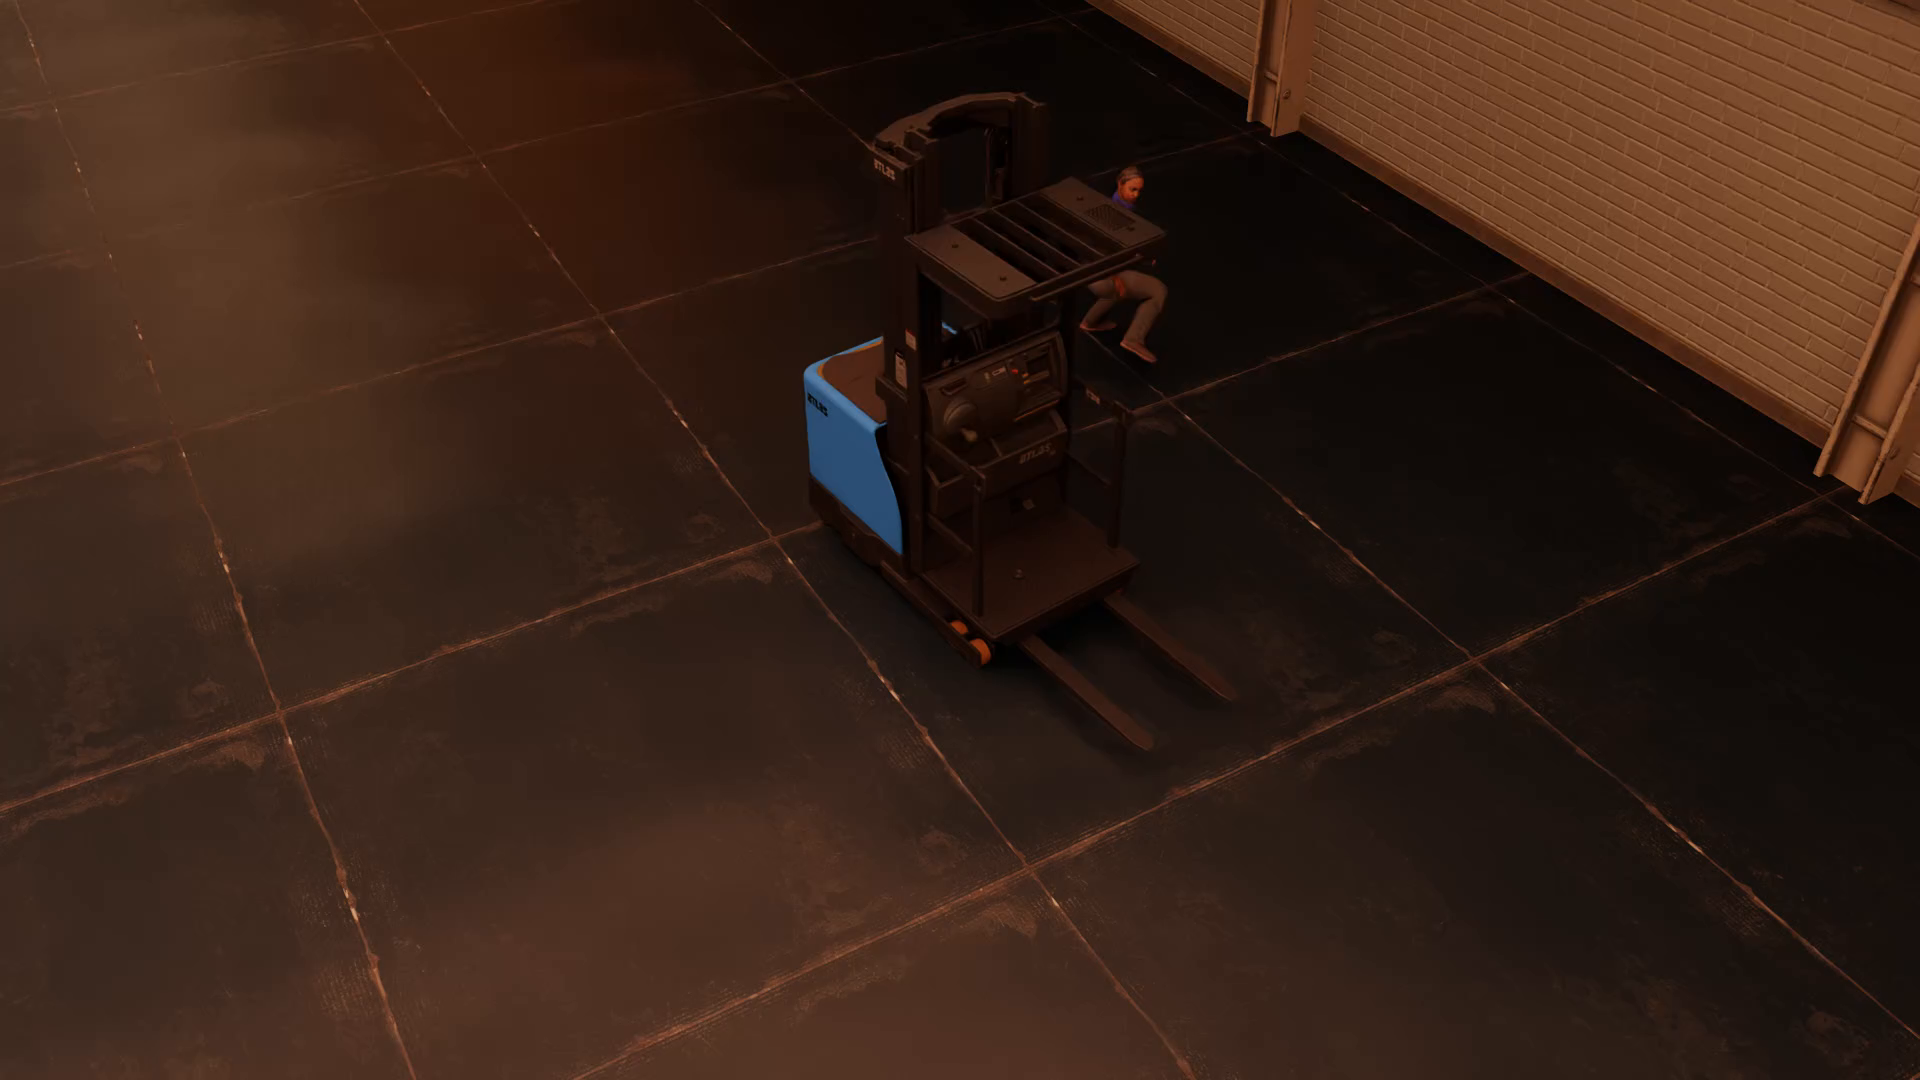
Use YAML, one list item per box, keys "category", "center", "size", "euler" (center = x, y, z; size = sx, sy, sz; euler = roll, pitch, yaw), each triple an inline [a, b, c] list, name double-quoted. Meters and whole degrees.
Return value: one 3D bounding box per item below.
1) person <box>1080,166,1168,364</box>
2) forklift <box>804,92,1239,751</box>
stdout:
- category: "person"
  center: [1.140, -1.902, 11.561]
  size: [0.617, 1.435, 0.743]
  euler: [-5, 40, -6]
- category: "forklift"
  center: [0.335, -0.762, 8.955]
  size: [1.130, 2.935, 3.031]
  euler: [-25, 46, -27]
